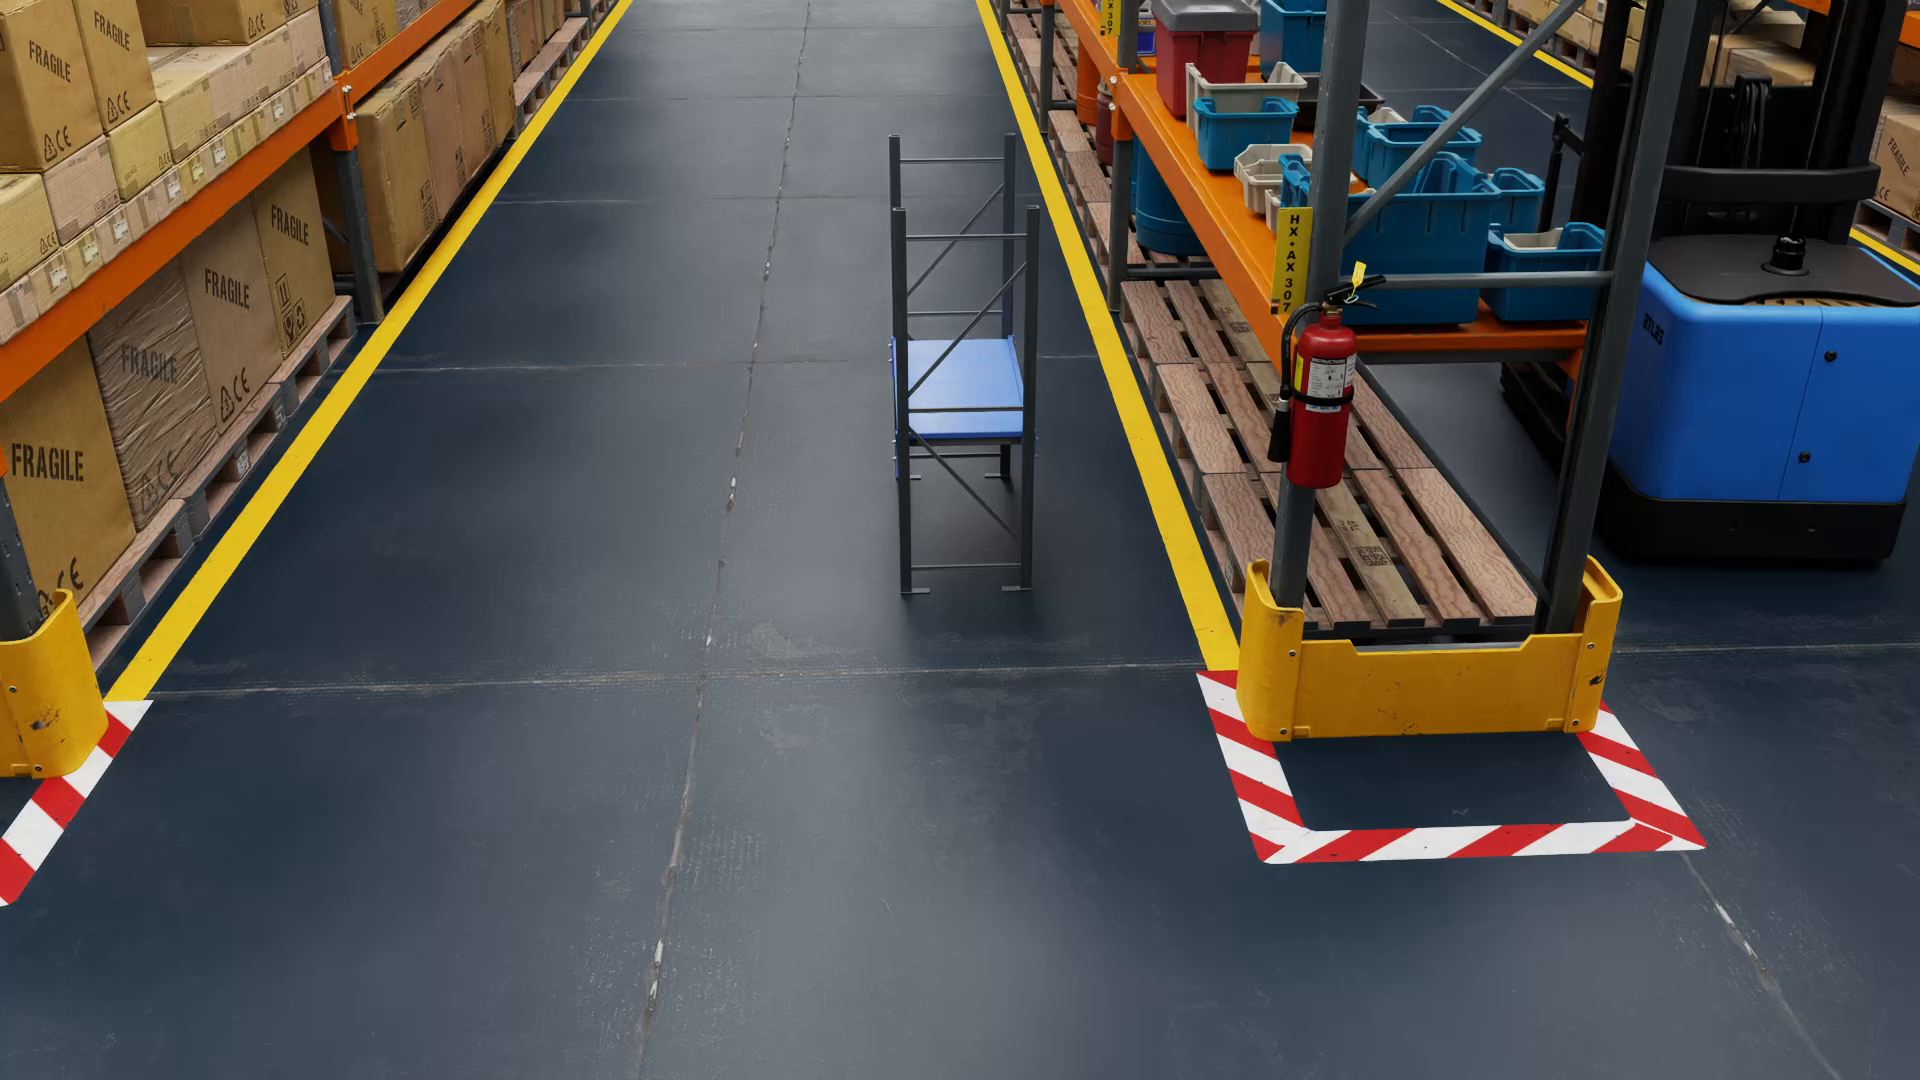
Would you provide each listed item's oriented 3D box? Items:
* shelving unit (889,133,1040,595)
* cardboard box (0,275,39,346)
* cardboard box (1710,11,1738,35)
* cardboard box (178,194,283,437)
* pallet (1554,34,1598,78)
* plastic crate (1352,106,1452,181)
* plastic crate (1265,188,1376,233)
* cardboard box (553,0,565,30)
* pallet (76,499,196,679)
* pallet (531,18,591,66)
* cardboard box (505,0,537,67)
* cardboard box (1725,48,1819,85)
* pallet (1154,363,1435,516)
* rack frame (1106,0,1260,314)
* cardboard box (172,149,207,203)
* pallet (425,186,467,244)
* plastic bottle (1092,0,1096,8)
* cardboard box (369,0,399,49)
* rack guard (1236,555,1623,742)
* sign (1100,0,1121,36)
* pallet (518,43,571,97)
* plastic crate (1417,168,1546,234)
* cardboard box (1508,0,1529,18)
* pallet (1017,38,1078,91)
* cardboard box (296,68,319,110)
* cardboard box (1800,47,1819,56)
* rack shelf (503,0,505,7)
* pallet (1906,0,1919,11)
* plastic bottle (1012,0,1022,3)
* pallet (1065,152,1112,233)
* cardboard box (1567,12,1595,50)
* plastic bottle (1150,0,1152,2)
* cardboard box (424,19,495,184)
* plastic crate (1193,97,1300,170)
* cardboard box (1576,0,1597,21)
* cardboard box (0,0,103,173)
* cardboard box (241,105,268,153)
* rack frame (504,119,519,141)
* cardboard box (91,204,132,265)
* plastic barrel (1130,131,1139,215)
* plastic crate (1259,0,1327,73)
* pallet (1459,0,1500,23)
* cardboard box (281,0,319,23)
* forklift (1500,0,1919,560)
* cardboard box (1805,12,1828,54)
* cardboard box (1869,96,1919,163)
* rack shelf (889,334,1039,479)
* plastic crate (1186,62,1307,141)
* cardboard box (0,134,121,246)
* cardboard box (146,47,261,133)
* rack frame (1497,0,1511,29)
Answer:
[{"bbox_3d":[-0.004,-0.704,6.479,0.538,1.500,1.048,-1,28,-3],"label":"shelving unit"},{"bbox_3d":[-3.110,-0.709,5.138,0.380,0.149,0.250,-1,28,-2],"label":"cardboard box"},{"bbox_3d":[5.781,-4.032,13.150,0.500,0.311,0.500,-1,28,-1],"label":"cardboard box"},{"bbox_3d":[-3.628,-1.018,7.301,0.875,0.875,0.875,-1,28,-3],"label":"cardboard box"},{"bbox_3d":[5.990,-4.287,14.742,1.003,0.211,1.213,-1,28,-3],"label":"pallet"},{"bbox_3d":[1.757,-1.589,6.670,0.416,0.233,0.300,-1,28,-3],"label":"plastic crate"},{"bbox_3d":[1.301,-1.184,5.997,0.396,0.136,0.243,-1,28,-3],"label":"plastic crate"},{"bbox_3d":[-4.037,-4.993,15.307,0.700,0.500,0.500,-3,28,-7],"label":"cardboard box"},{"bbox_3d":[-3.541,0.220,6.099,1.003,0.211,1.213,-1,28,-3],"label":"pallet"},{"bbox_3d":[-4.005,-4.594,15.331,1.003,0.211,1.213,-1,28,-3],"label":"pallet"},{"bbox_3d":[-3.972,-4.256,13.894,0.700,0.500,0.500,1,28,2],"label":"cardboard box"},{"bbox_3d":[5.826,-3.209,11.886,0.500,0.500,0.500,-2,28,-5],"label":"cardboard box"},{"bbox_3d":[1.460,-0.476,7.434,1.003,0.211,1.213,-1,28,-3],"label":"pallet"},{"bbox_3d":[1.316,-2.615,8.521,1.000,3.000,0.127,-1,28,-3],"label":"rack frame"},{"bbox_3d":[-3.192,-1.419,6.500,0.380,0.149,0.250,-2,28,-4],"label":"cardboard box"},{"bbox_3d":[-3.812,-2.179,10.699,1.003,0.211,1.213,-1,28,-3],"label":"pallet"},{"bbox_3d":[0.851,-3.415,10.179,0.061,0.283,0.133,-1,28,-3],"label":"plastic bottle"},{"bbox_3d":[-3.431,-2.991,9.133,0.500,0.500,0.500,-1,28,-3],"label":"cardboard box"},{"bbox_3d":[1.539,0.351,5.537,1.175,0.500,0.348,-1,28,-3],"label":"rack guard"},{"bbox_3d":[0.767,-2.726,8.433,0.100,0.325,0.005,-1,28,-3],"label":"sign"},{"bbox_3d":[-3.939,-4.030,14.248,1.003,0.211,1.213,-1,28,-3],"label":"pallet"},{"bbox_3d":[1.807,-1.147,5.821,0.416,0.233,0.300,-1,28,-3],"label":"plastic crate"},{"bbox_3d":[5.619,-5.203,16.001,0.500,0.250,0.500,-2,28,-4],"label":"cardboard box"},{"bbox_3d":[1.045,-4.147,14.473,1.003,0.211,1.213,-1,28,-3],"label":"pallet"},{"bbox_3d":[-3.273,-2.132,7.867,0.380,0.149,0.250,-1,28,-2],"label":"cardboard box"},{"bbox_3d":[6.338,-3.241,11.948,0.500,0.500,0.500,0,28,-1],"label":"cardboard box"},{"bbox_3d":[-3.943,-4.948,13.771,1.077,0.370,4.000,-1,28,-3],"label":"rack shelf"},{"bbox_3d":[6.161,-3.598,10.611,1.003,0.211,1.213,-1,28,-3],"label":"pallet"},{"bbox_3d":[0.569,-5.424,16.457,0.097,0.201,0.097,0,28,0],"label":"plastic bottle"},{"bbox_3d":[1.251,-2.301,10.934,1.003,0.211,1.213,-1,28,-3],"label":"pallet"},{"bbox_3d":[5.700,-4.492,14.639,0.500,0.250,0.500,-1,28,-2],"label":"cardboard box"},{"bbox_3d":[1.086,-3.014,9.338,0.144,0.351,0.185,-1,28,-3],"label":"plastic bottle"},{"bbox_3d":[-3.785,-2.856,10.826,1.225,0.875,0.875,-1,28,-2],"label":"cardboard box"},{"bbox_3d":[1.162,-1.663,6.811,0.416,0.233,0.300,-1,28,-3],"label":"plastic crate"},{"bbox_3d":[5.700,-4.737,14.501,0.500,0.311,0.500,-1,28,-1],"label":"cardboard box"},{"bbox_3d":[-3.202,-1.506,5.423,0.500,0.500,0.500,-2,28,-4],"label":"cardboard box"},{"bbox_3d":[-3.233,-1.776,7.184,0.380,0.149,0.250,-1,28,-2],"label":"cardboard box"},{"bbox_3d":[-3.839,-4.343,11.834,1.000,3.000,0.127,-1,28,-3],"label":"rack frame"},{"bbox_3d":[-3.153,-1.066,5.822,0.380,0.149,0.250,-2,28,-3],"label":"cardboard box"},{"bbox_3d":[1.268,-2.450,10.019,0.600,0.901,0.708,-1,28,-3],"label":"plastic barrel"},{"bbox_3d":[1.681,-2.428,8.113,0.392,0.384,0.575,-1,28,-3],"label":"plastic crate"},{"bbox_3d":[5.846,-5.560,17.182,1.003,0.211,1.213,-1,28,-3],"label":"pallet"},{"bbox_3d":[-3.339,-2.688,7.690,0.500,0.500,0.500,-1,28,-1],"label":"cardboard box"},{"bbox_3d":[3.189,-1.866,7.159,1.130,2.935,3.031,1,28,2],"label":"forklift"},{"bbox_3d":[6.345,-3.548,11.725,0.500,0.250,0.500,0,28,-1],"label":"cardboard box"},{"bbox_3d":[5.908,-2.501,10.529,0.500,0.500,0.500,-1,28,-2],"label":"cardboard box"},{"bbox_3d":[-0.004,-0.545,6.562,0.538,0.185,1.000,-1,28,-3],"label":"rack shelf"},{"bbox_3d":[1.212,-1.880,7.174,0.437,0.282,0.530,-1,28,-3],"label":"plastic crate"},{"bbox_3d":[-3.210,-1.182,5.613,0.500,0.250,0.500,-2,28,-3],"label":"cardboard box"},{"bbox_3d":[-3.288,-1.889,6.969,0.500,0.250,0.500,-1,28,-2],"label":"cardboard box"},{"bbox_3d":[5.845,-6.428,15.831,1.000,3.000,0.127,-1,28,-3],"label":"rack frame"}]
